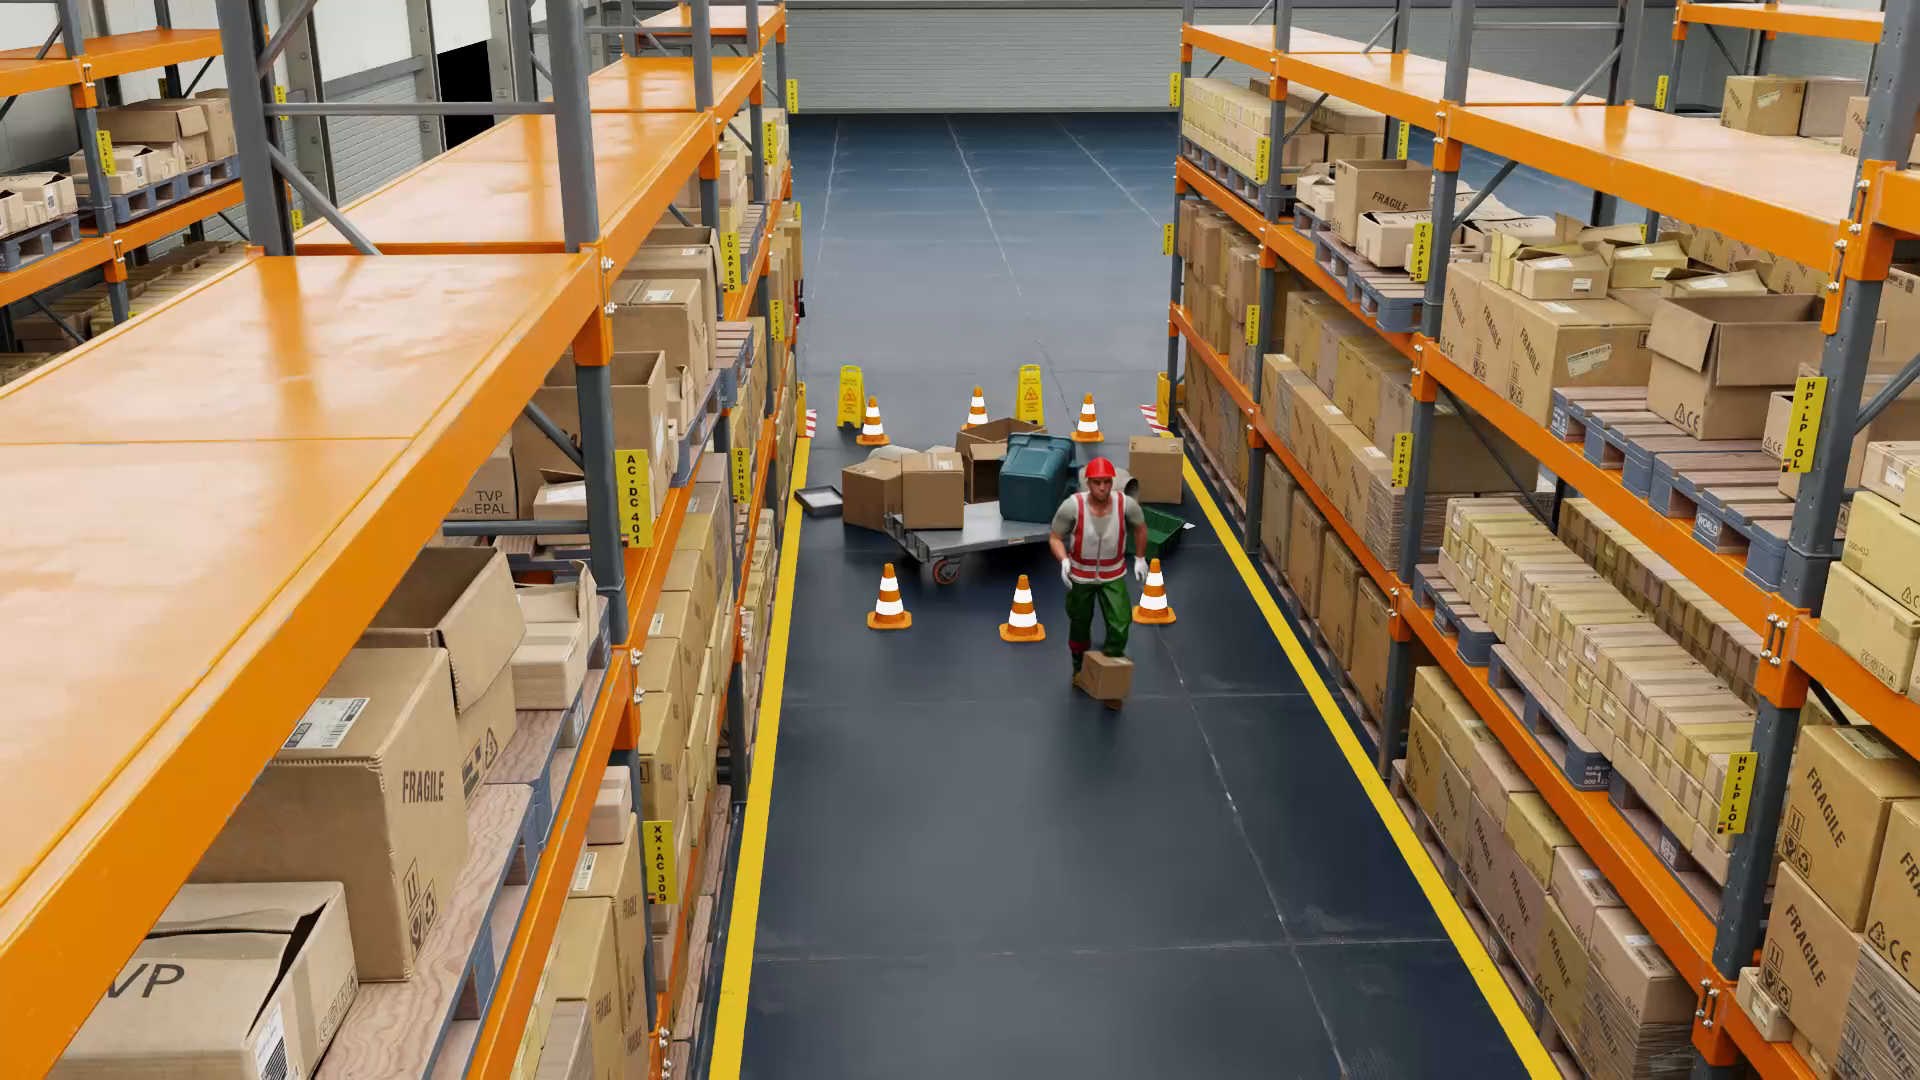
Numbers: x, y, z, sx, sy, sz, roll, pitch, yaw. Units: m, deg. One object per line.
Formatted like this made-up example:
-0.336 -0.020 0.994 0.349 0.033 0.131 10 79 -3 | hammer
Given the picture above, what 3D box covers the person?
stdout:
0.945 0.258 11.254 0.692 1.746 0.735 0 20 1 | person
